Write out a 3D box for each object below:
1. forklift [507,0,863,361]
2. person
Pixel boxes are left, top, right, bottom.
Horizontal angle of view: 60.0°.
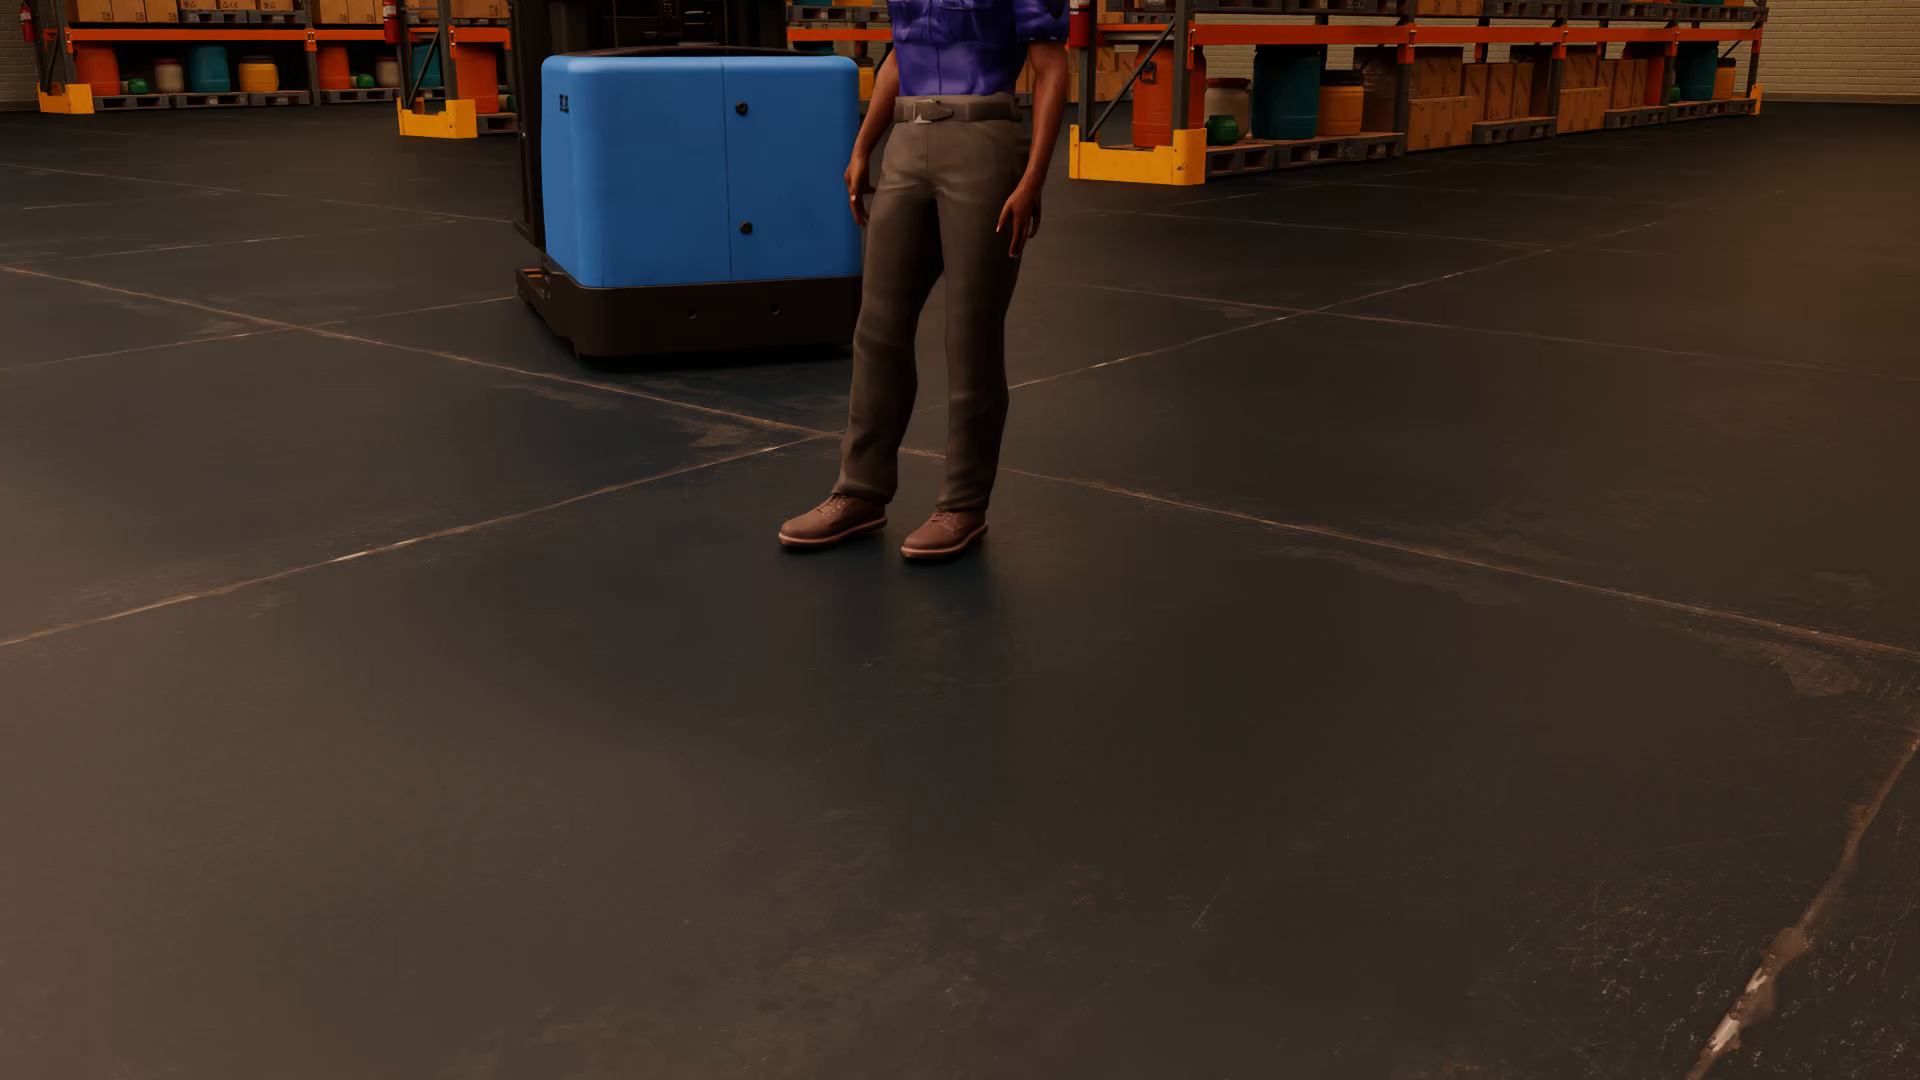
[{"bbox_3d":[-1.332,-2.426,6.888,1.130,2.935,3.031,-6,18,-20],"label":"forklift"},{"bbox_3d":[-0.071,-0.783,3.647,0.569,1.656,0.503,13,21,37],"label":"person"}]
